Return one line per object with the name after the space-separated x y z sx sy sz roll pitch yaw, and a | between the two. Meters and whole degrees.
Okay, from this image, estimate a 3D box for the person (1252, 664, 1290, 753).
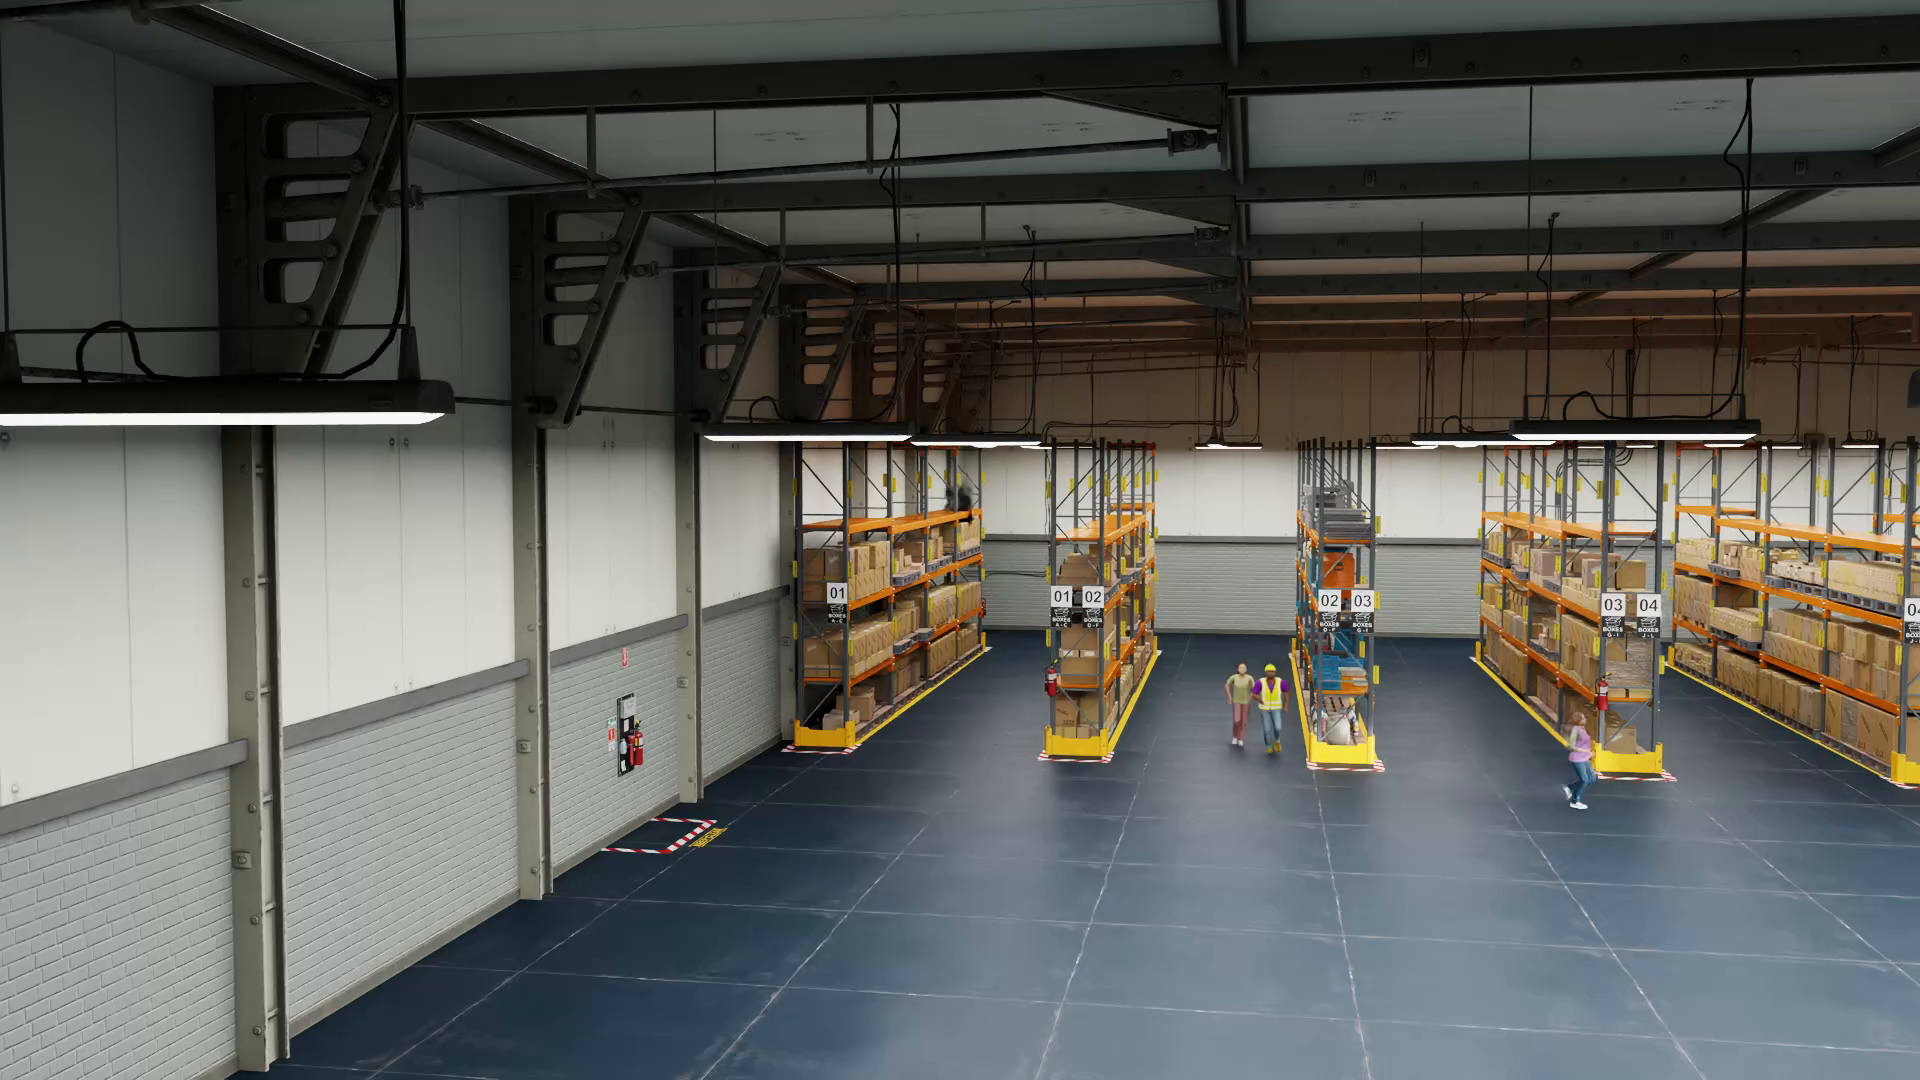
5.874 3.195 31.392 0.717 1.709 0.676 0 3 9 | person

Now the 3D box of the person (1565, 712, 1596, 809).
9.956 3.526 26.651 0.543 1.544 0.530 3 4 40 | person

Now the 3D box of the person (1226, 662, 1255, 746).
5.468 3.183 32.295 0.568 1.641 0.603 0 3 2 | person
